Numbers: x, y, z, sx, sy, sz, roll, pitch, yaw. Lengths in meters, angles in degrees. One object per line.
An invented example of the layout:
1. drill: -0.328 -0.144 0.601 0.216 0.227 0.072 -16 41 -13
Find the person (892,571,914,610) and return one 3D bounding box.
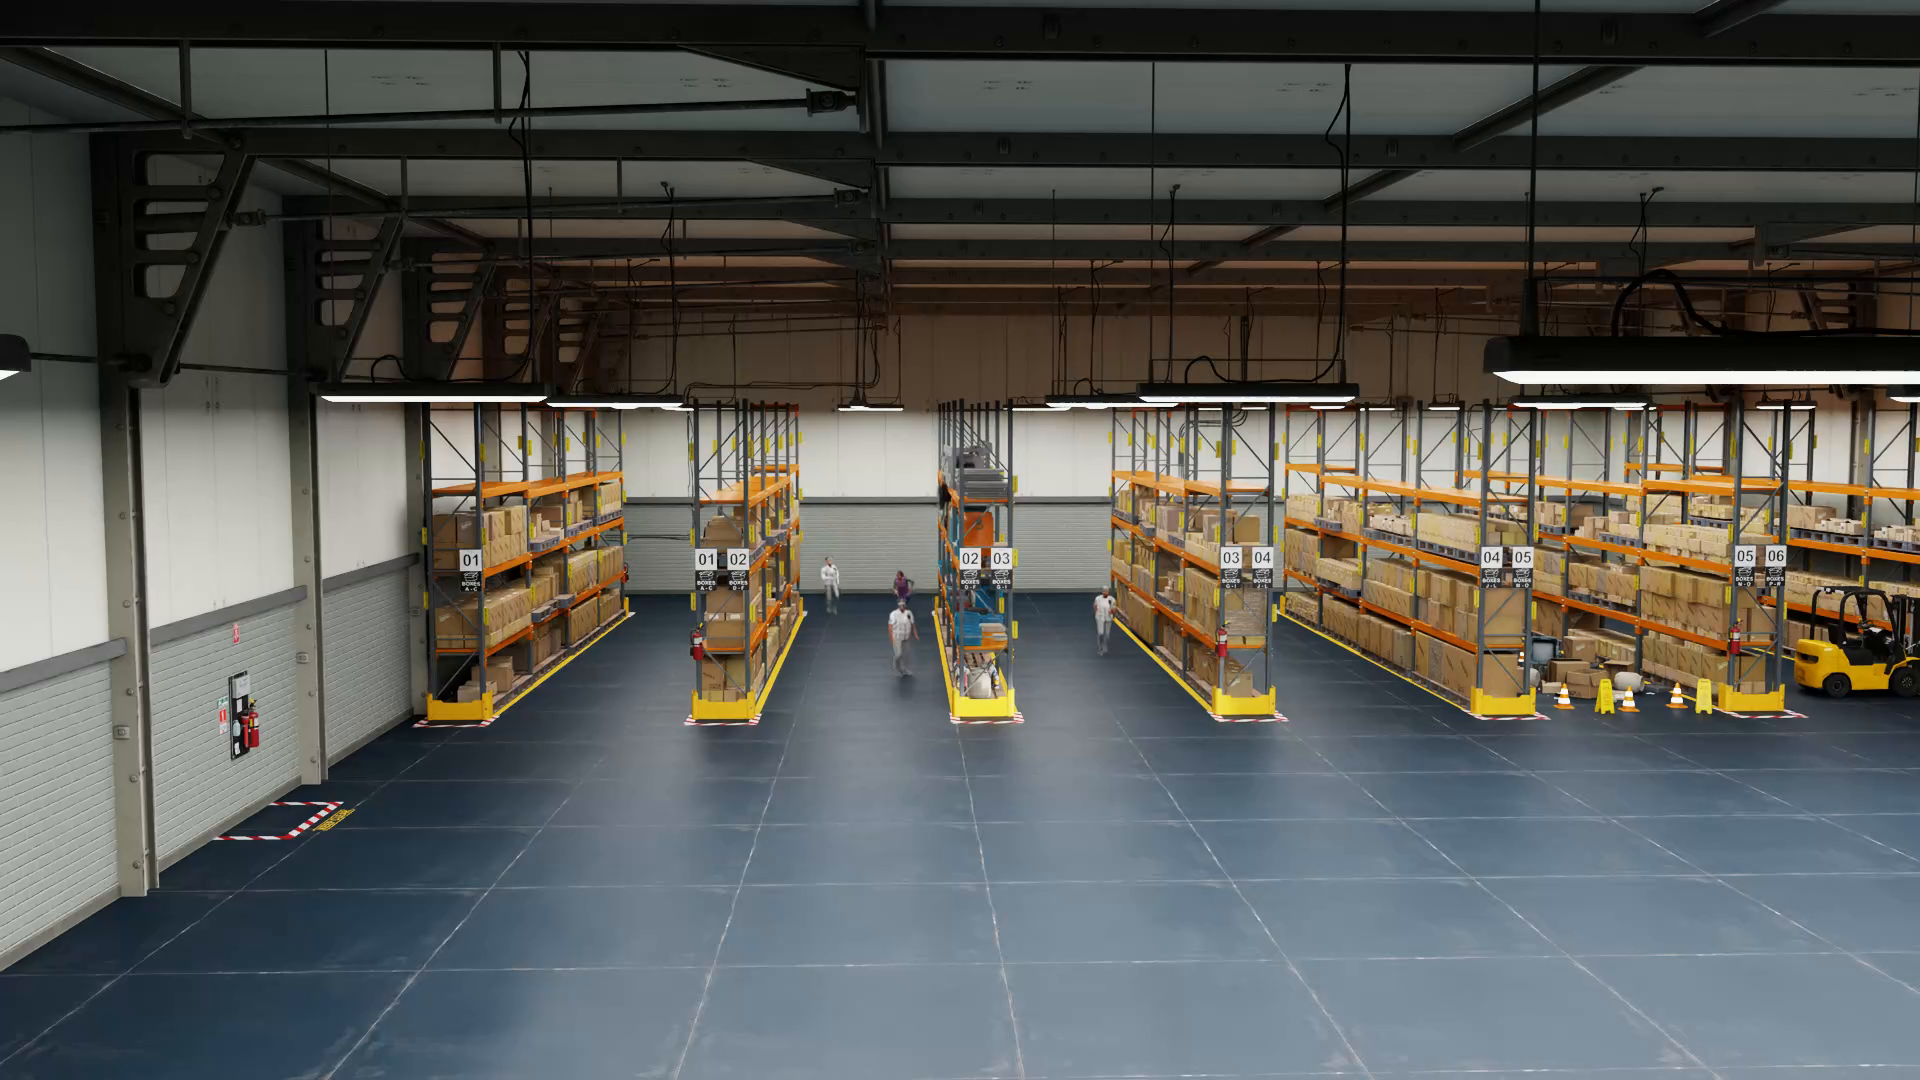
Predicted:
1. person: -1.507 1.568 44.959 0.575 1.548 0.916 1 4 14

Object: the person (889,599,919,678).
1. person: -1.254 2.132 36.233 0.634 1.740 0.647 -3 5 -35

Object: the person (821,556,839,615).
1. person: -3.701 1.293 47.490 0.557 1.696 0.657 -2 5 -21

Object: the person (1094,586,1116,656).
1. person: 3.451 1.923 39.495 0.499 1.675 0.789 0 4 -4
